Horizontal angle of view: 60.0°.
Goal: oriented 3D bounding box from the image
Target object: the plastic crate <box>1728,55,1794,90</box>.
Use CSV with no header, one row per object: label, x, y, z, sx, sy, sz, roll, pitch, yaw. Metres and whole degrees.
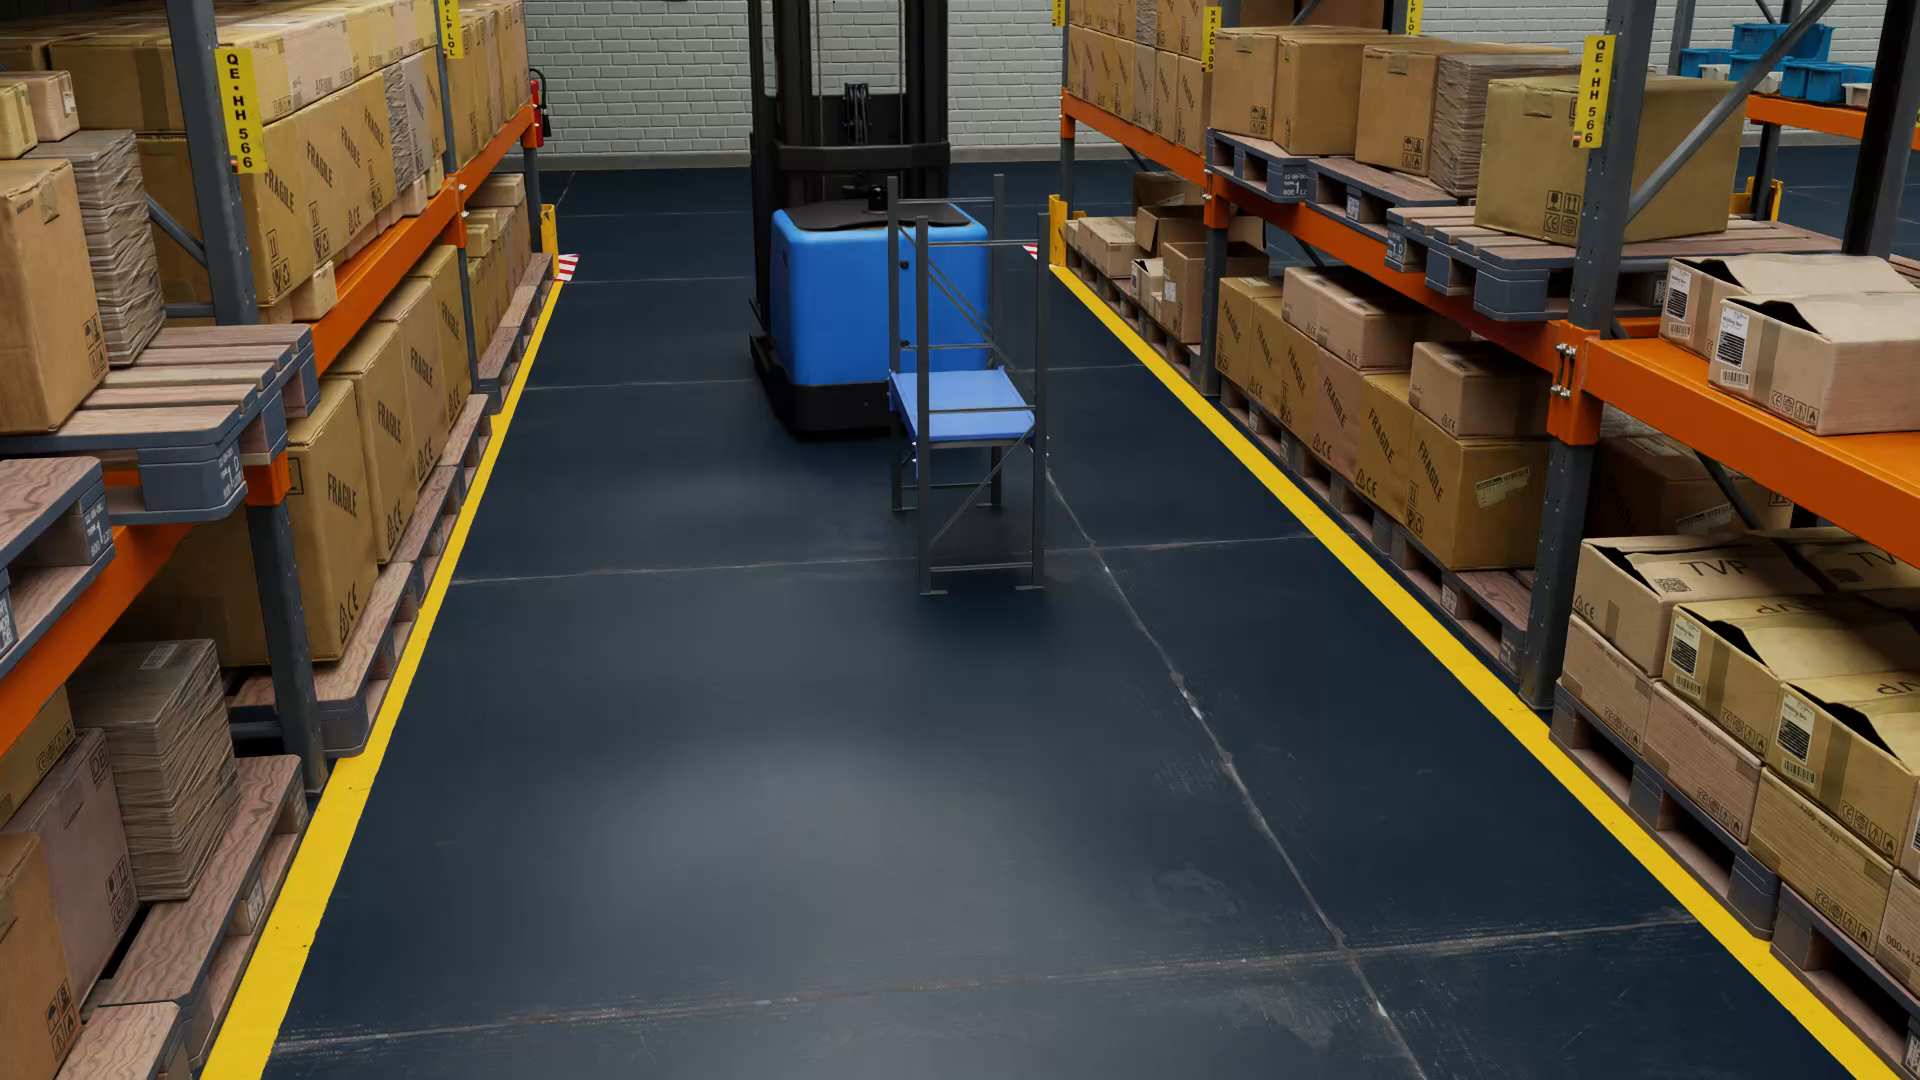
plastic crate,5.987,-3.503,12.461,0.416,0.233,0.300,-3,21,-8

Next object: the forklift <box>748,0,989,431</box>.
forklift,-0.662,-2.412,9.485,1.130,2.935,3.031,-4,21,-12

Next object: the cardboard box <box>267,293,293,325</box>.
cardboard box,-2.314,-0.719,5.184,0.380,0.149,0.250,-3,21,-7

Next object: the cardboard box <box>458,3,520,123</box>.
cardboard box,-3.422,-3.097,10.792,0.980,0.700,0.700,-3,21,-8

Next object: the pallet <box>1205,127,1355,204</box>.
pallet,1.864,-1.878,8.231,1.003,0.211,1.213,-3,21,-8

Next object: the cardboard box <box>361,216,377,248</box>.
cardboard box,-2.549,-1.253,6.614,0.380,0.149,0.250,-2,21,-6

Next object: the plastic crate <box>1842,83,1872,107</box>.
plastic crate,6.211,-2.991,11.228,0.293,0.136,0.466,-3,21,-8

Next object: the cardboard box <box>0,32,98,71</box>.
cardboard box,-2.790,-1.305,4.754,0.500,0.250,0.500,-2,21,-6

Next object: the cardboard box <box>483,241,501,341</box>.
cardboard box,-3.120,-1.463,9.818,0.700,0.500,0.500,-3,21,-8

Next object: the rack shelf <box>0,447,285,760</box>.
rack shelf,-2.179,0.416,2.844,1.077,0.370,4.000,-3,21,-8

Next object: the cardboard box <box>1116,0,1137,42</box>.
cardboard box,1.308,-3.453,10.603,0.500,0.500,0.500,-3,21,-8

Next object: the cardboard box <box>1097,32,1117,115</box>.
cardboard box,1.233,-3.162,11.253,0.500,0.500,0.500,-3,21,-8

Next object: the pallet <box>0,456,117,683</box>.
pallet,-2.142,0.159,2.776,1.003,0.211,1.213,-3,21,-8

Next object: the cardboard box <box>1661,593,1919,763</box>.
cardboard box,2.303,0.341,4.543,0.500,0.311,0.500,-3,21,-9

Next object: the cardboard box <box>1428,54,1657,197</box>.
cardboard box,2.288,-1.647,6.596,0.700,0.500,0.500,1,20,2

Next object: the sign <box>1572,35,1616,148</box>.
sign,1.898,-1.340,4.974,0.100,0.325,0.005,-3,21,-8

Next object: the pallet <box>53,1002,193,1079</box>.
pallet,-2.184,1.385,3.207,1.003,0.211,1.213,-3,21,-8

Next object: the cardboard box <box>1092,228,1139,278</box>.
cardboard box,1.222,-2.004,11.596,0.500,0.250,0.500,-3,21,-8

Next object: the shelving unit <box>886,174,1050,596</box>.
shelving unit,0.012,-0.673,6.875,0.538,1.500,1.048,-3,21,-8

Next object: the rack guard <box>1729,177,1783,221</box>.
rack guard,6.166,-2.720,13.784,1.175,0.500,0.348,-3,21,-8

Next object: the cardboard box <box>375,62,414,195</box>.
cardboard box,-2.581,-1.697,6.875,0.500,0.500,0.500,-3,21,-8

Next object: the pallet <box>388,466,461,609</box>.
pallet,-2.679,-0.006,6.930,1.003,0.211,1.213,-3,21,-8

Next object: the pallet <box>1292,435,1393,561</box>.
pallet,2.191,-0.240,7.558,1.003,0.211,1.213,-3,21,-8

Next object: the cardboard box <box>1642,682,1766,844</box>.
cardboard box,2.292,0.597,4.661,0.500,0.250,0.500,-3,21,-9

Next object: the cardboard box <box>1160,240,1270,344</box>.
cardboard box,1.494,-1.468,9.803,0.500,0.500,0.500,-3,21,-8

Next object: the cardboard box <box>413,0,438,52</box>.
cardboard box,-2.724,-2.397,7.678,0.500,0.250,0.500,-2,21,-6

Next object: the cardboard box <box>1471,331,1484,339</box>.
cardboard box,2.347,-0.783,7.970,0.500,0.500,0.500,-3,21,-7

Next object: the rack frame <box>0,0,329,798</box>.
rack frame,-2.468,-0.614,4.572,1.000,3.000,0.127,-3,21,-8

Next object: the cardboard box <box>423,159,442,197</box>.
cardboard box,-2.656,-1.701,7.815,0.380,0.149,0.250,-3,21,-7

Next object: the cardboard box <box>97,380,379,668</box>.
cardboard box,-2.444,-0.065,5.574,0.750,0.750,0.750,-3,21,-8

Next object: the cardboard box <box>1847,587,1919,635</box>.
cardboard box,2.834,0.312,4.621,0.500,0.311,0.500,-3,21,-9

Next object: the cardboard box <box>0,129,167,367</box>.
cardboard box,-2.390,-0.704,4.044,0.700,0.500,0.500,-5,21,-14

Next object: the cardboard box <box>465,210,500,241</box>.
cardboard box,-2.995,-1.901,10.064,0.380,0.149,0.250,-4,21,-9

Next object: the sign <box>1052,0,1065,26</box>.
sign,0.744,-4.013,12.436,0.100,0.325,0.005,-3,21,-8

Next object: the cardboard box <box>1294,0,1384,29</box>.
cardboard box,2.068,-2.942,9.235,0.500,0.500,0.500,-2,21,-6

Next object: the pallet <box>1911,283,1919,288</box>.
pallet,6.615,-1.445,10.783,1.003,0.211,1.213,-3,21,-8

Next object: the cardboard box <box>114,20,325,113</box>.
cardboard box,-2.356,-1.517,5.322,0.500,0.250,0.500,-3,21,-9

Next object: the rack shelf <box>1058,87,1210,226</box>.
rack shelf,1.569,-2.605,10.933,1.077,0.370,4.000,-3,21,-8

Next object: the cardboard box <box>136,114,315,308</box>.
cardboard box,-2.285,-0.990,4.984,0.500,0.500,0.500,-2,21,-6

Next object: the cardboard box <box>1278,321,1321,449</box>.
cardboard box,1.838,-0.748,7.875,0.500,0.500,0.500,-3,21,-7

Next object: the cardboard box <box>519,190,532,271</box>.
cardboard box,-3.421,-2.172,11.717,0.700,0.500,0.500,-3,21,-8

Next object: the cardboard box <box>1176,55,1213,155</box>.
cardboard box,1.531,-2.457,9.364,0.500,0.500,0.500,-3,21,-7

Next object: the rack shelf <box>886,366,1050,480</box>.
rack shelf,0.012,-0.505,6.938,0.538,0.185,1.000,-3,21,-8

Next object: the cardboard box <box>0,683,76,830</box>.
cardboard box,-2.292,0.447,3.604,0.500,0.250,0.500,-3,21,-7

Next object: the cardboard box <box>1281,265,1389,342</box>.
cardboard box,1.830,-1.110,7.774,0.500,0.250,0.500,-3,21,-8
